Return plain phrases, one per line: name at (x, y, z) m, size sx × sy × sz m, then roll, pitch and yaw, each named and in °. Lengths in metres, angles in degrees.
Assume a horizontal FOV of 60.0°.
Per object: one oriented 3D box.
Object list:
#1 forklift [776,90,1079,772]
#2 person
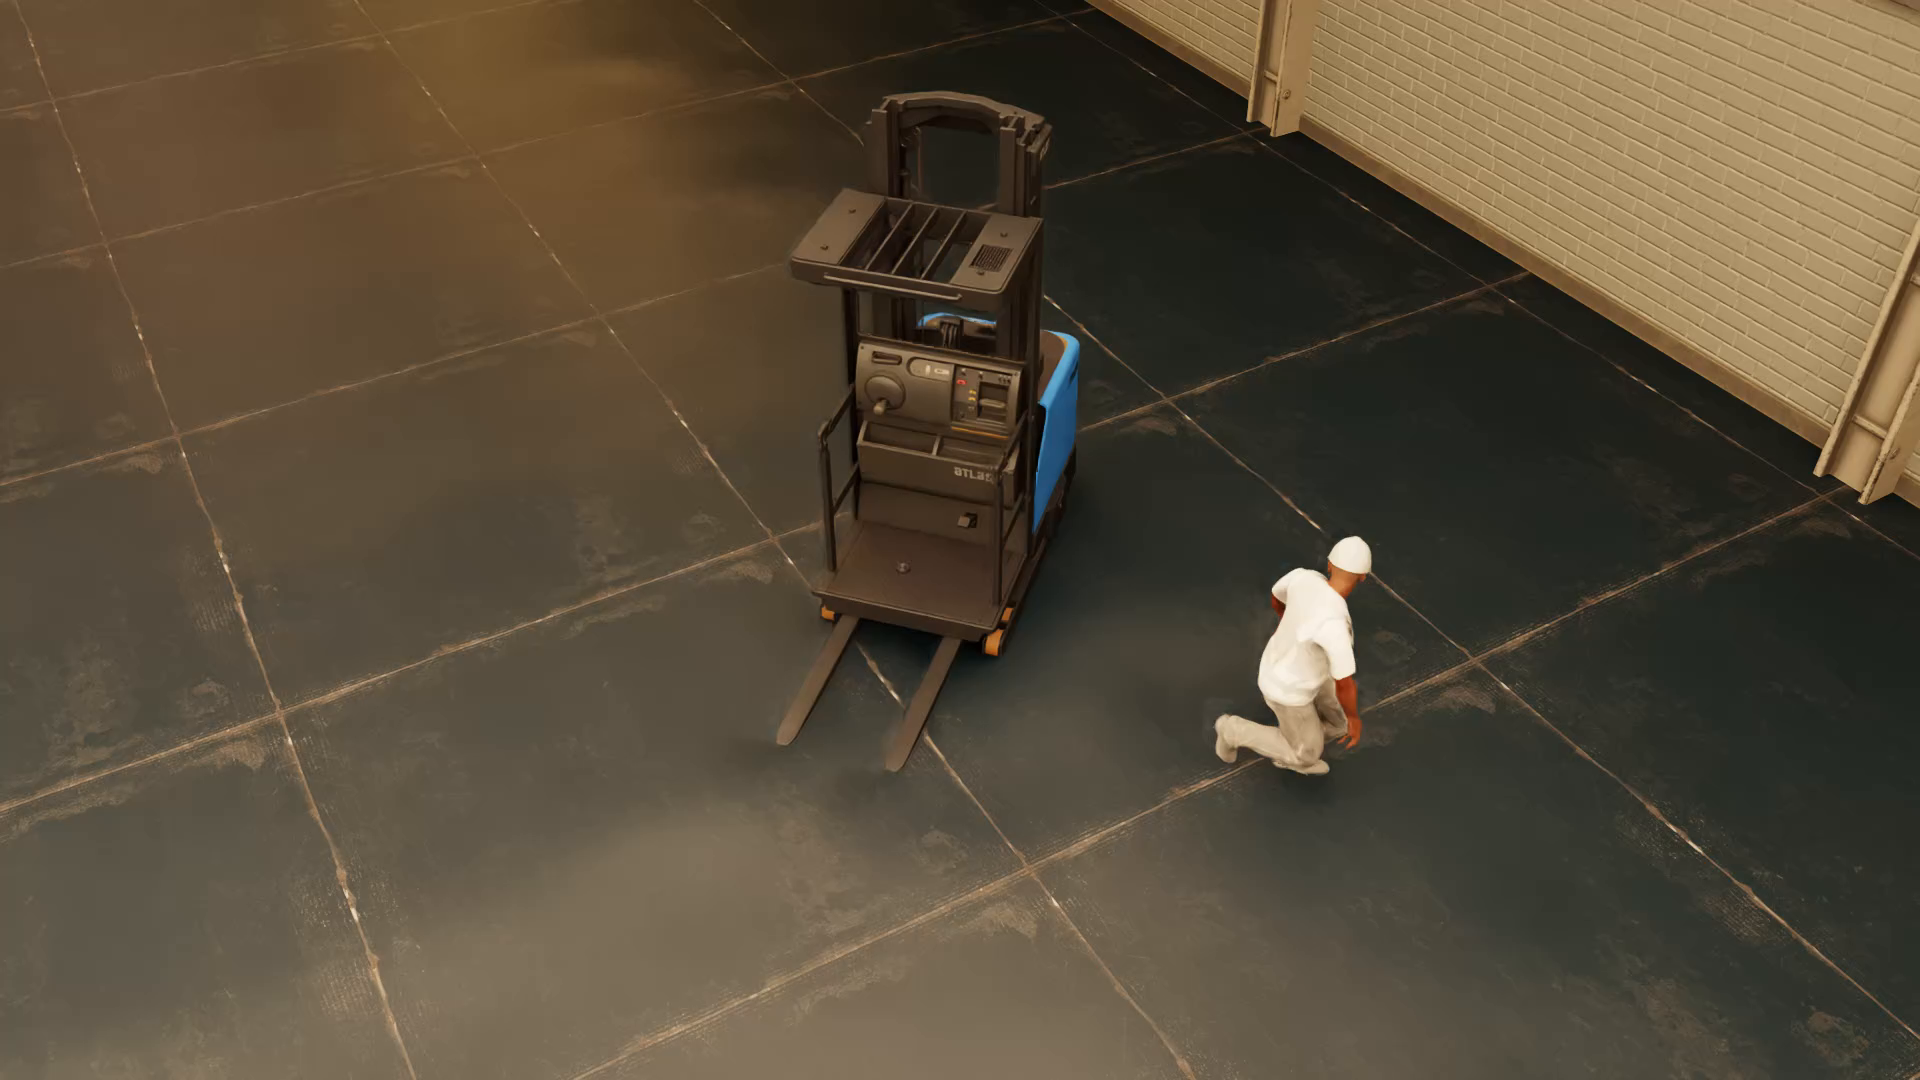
forklift at (-0.186, -0.751, 8.941) m, size 1.130 × 2.935 × 3.031 m, roll 11°, pitch 41°, yaw 13°
person at (1.706, 0.609, 8.411) m, size 0.722 × 1.547 × 0.732 m, roll 9°, pitch 41°, yaw 11°
